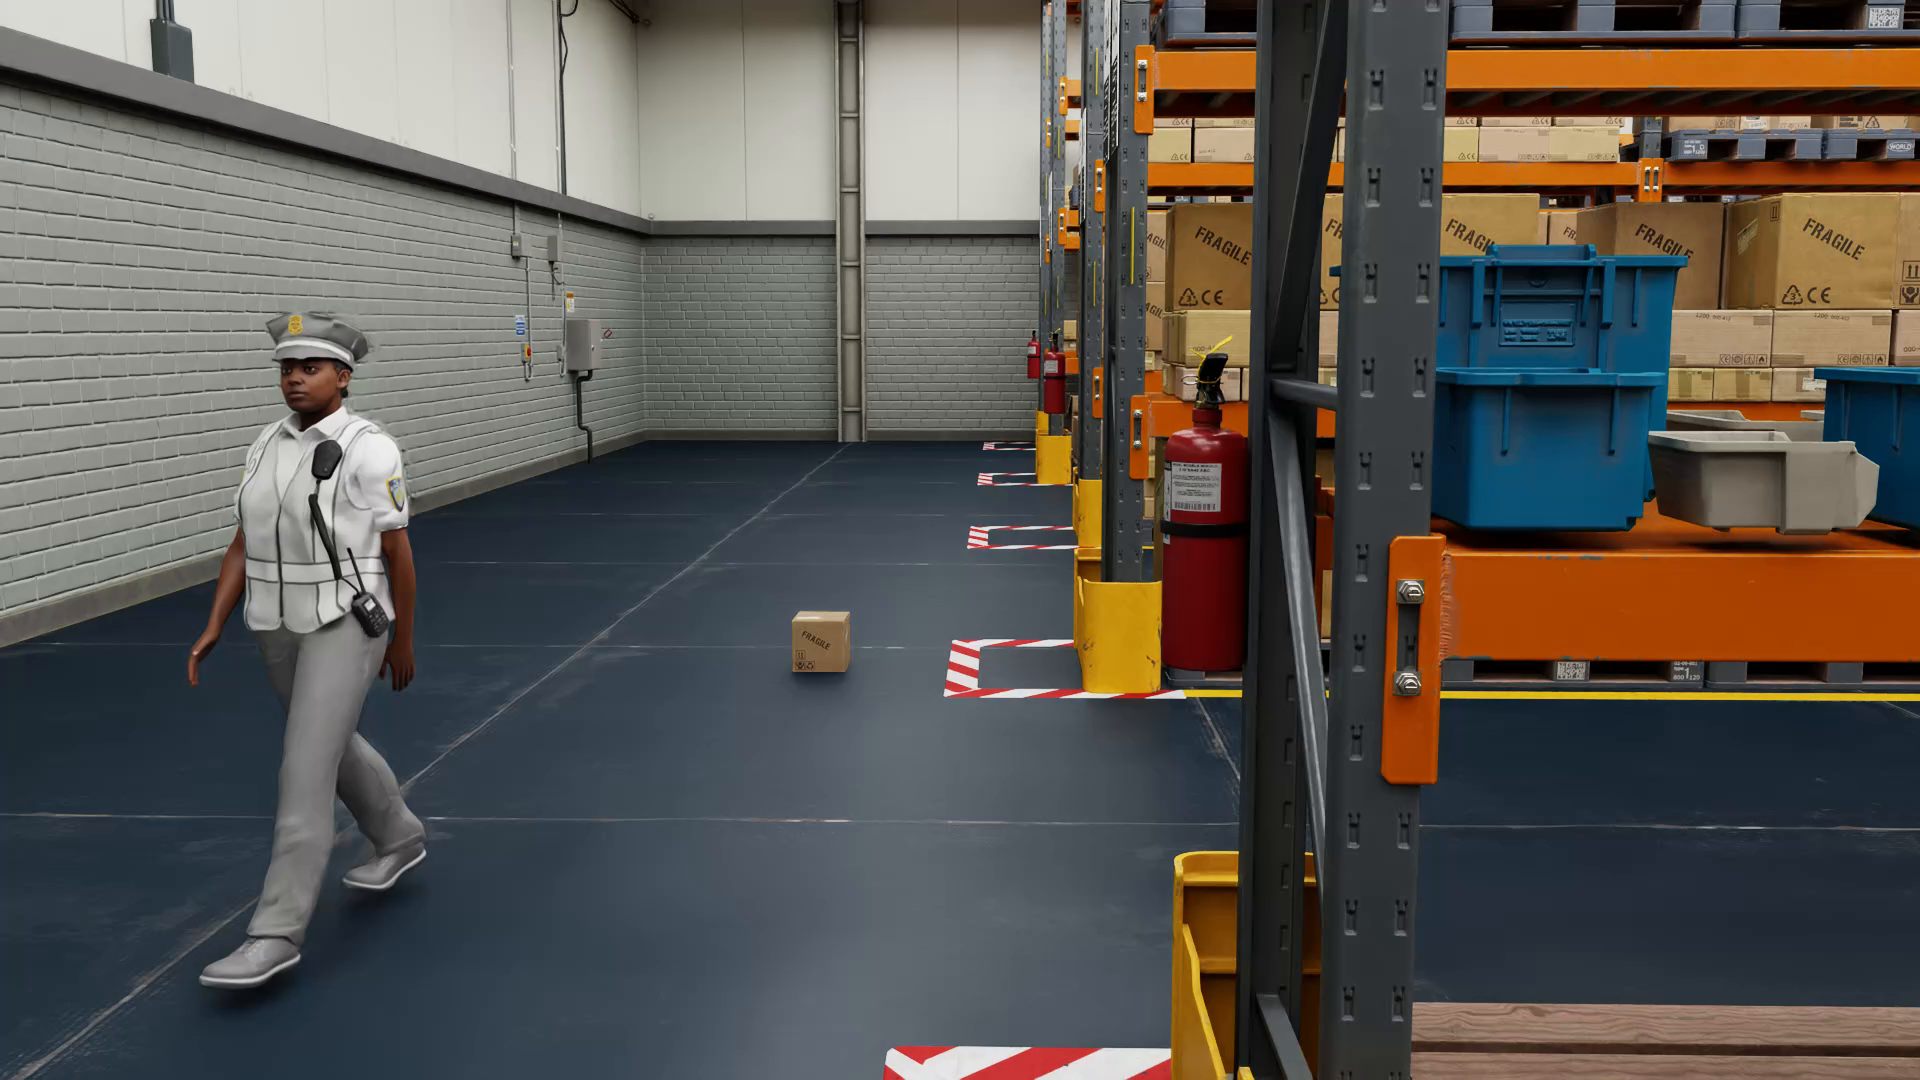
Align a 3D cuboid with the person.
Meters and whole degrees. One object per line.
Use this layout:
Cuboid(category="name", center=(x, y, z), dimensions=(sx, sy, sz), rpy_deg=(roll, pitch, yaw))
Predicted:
Cuboid(category="person", center=(-1.720, 0.226, 4.335), dimensions=(0.449, 1.632, 0.988), rpy_deg=(3, 8, 21))
